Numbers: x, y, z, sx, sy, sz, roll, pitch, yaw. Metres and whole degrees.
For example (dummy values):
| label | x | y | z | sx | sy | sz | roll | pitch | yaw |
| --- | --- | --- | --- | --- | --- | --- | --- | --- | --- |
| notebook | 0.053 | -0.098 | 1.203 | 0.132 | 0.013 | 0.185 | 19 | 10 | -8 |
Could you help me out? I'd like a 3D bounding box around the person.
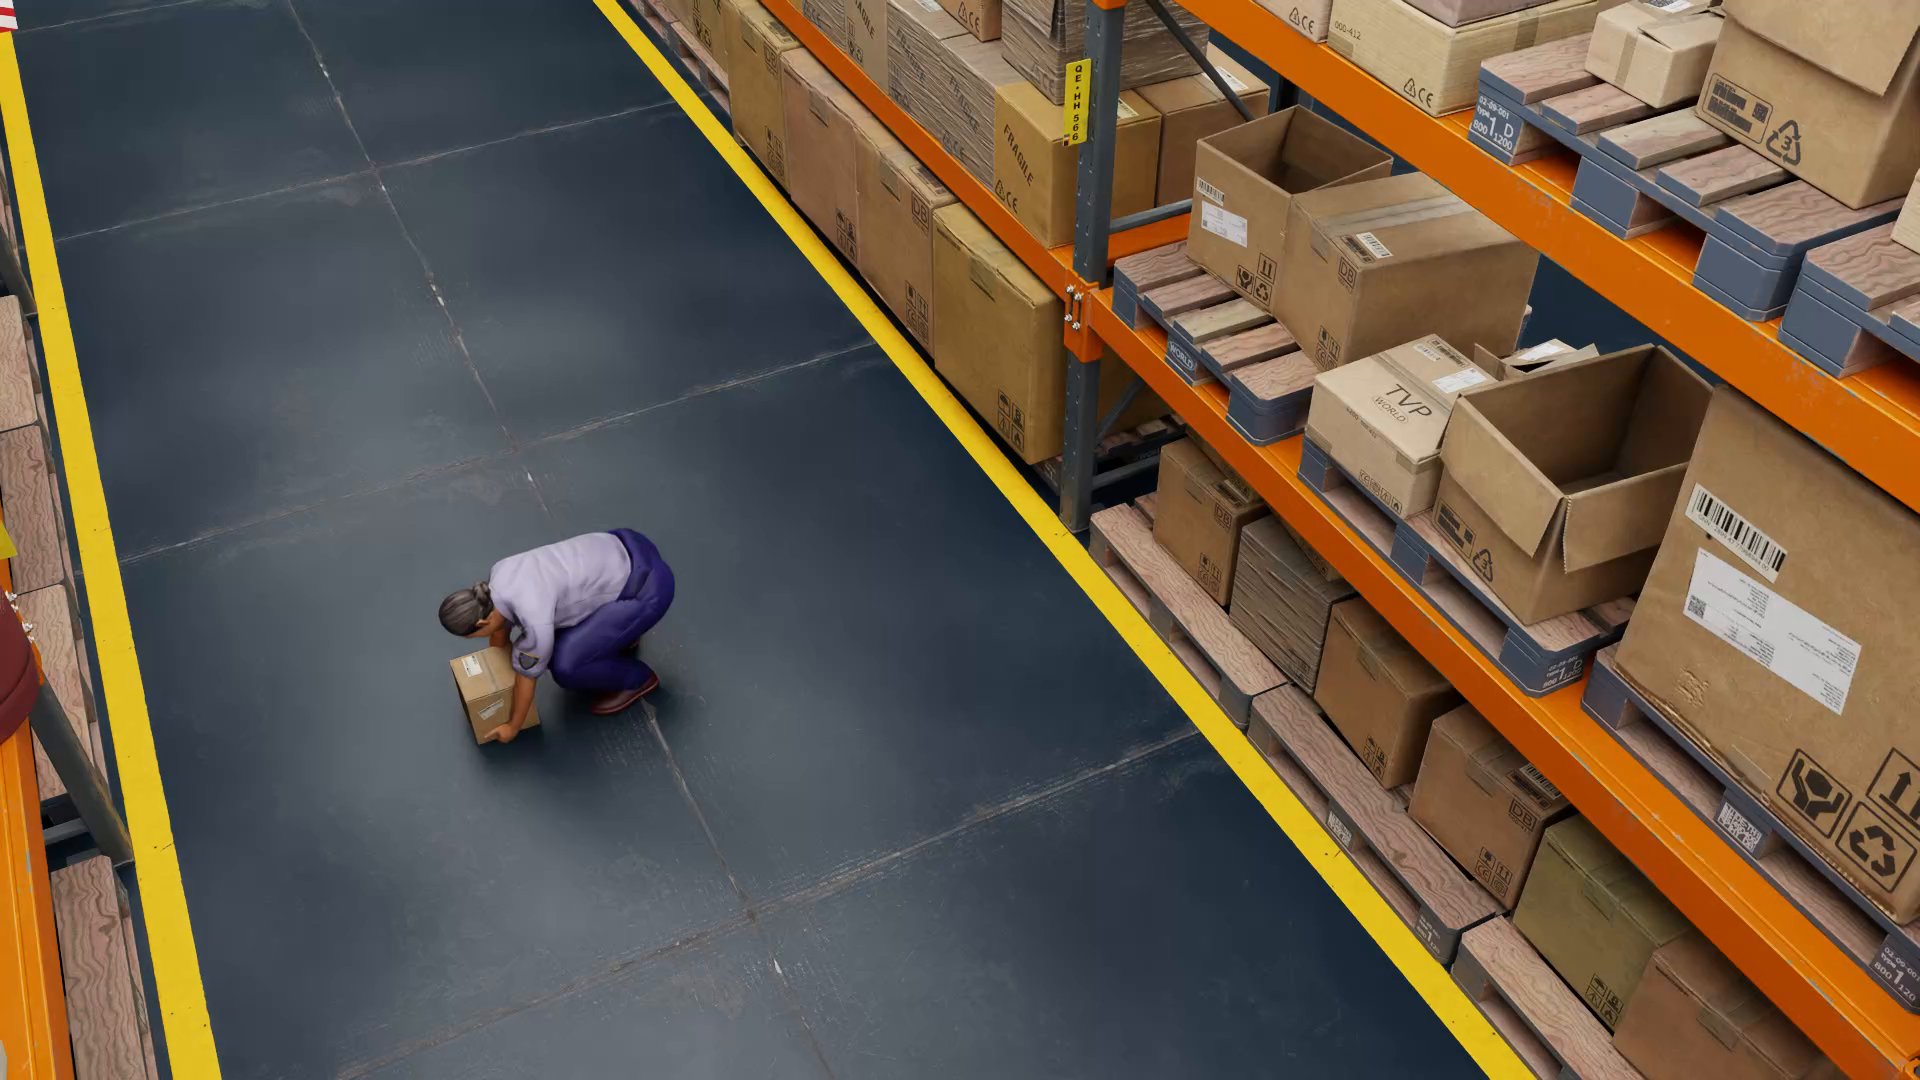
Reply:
| label | x | y | z | sx | sy | sz | roll | pitch | yaw |
| --- | --- | --- | --- | --- | --- | --- | --- | --- | --- |
| person | -1.546 | 0.334 | 6.499 | 0.889 | 0.745 | 0.506 | -20 | 45 | -21 |
